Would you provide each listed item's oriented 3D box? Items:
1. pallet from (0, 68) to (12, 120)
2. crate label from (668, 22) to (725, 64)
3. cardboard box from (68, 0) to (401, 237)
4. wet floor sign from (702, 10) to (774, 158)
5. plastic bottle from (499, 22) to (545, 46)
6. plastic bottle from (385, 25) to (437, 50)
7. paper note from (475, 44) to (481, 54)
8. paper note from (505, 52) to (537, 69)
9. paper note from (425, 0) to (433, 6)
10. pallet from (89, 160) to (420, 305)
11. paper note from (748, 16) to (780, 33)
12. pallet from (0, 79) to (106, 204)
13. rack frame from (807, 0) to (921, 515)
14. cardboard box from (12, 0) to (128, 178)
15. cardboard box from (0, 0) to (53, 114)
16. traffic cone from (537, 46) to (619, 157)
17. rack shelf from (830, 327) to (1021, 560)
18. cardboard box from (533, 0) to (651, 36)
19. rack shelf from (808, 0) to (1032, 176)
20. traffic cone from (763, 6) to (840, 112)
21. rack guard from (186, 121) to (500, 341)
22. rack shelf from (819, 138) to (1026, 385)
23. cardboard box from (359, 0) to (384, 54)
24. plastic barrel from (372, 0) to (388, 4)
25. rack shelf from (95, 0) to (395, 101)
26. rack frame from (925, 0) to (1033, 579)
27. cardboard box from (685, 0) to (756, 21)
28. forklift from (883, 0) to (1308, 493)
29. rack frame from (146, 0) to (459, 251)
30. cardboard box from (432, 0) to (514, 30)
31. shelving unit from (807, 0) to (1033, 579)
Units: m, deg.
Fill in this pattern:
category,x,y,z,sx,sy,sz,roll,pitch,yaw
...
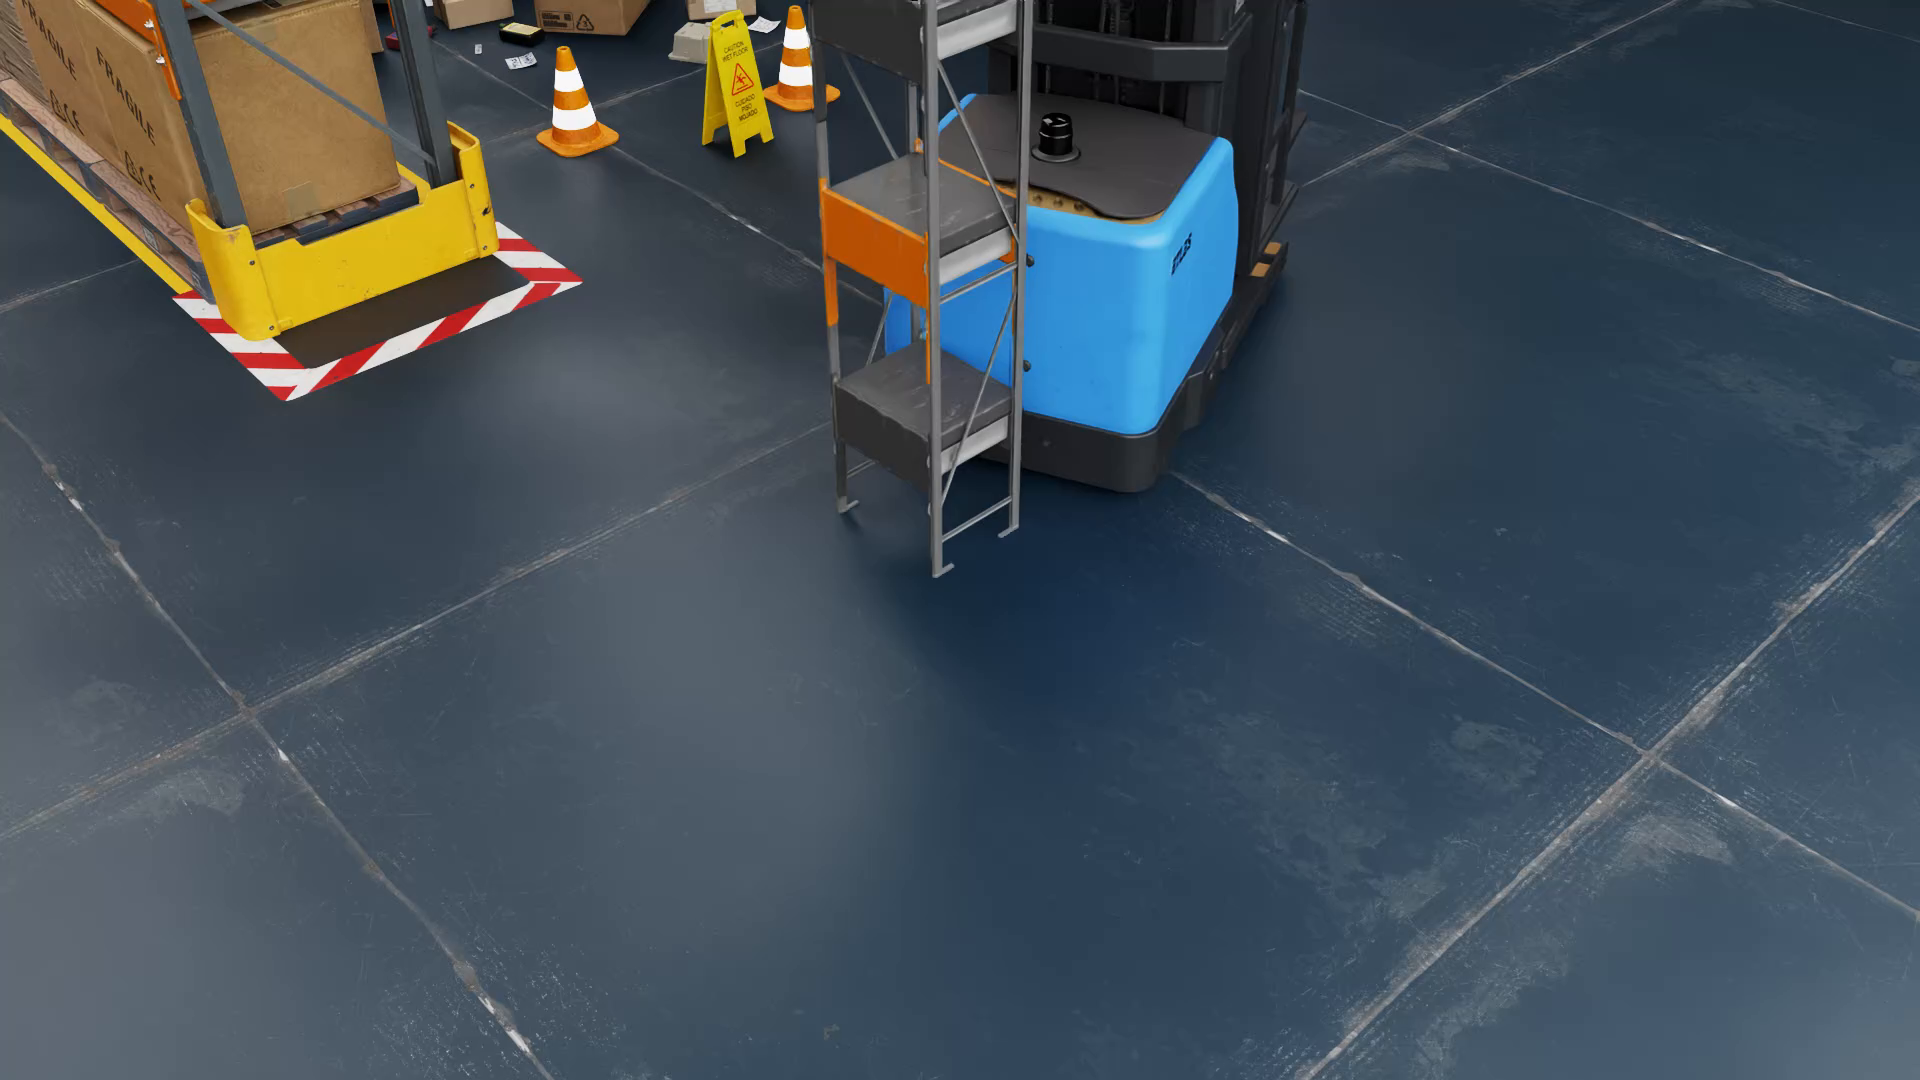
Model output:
category,x,y,z,sx,sy,sz,roll,pitch,yaw
pallet,-4.819,-2.676,8.896,1.003,0.211,1.213,-30,48,-32
crate label,-1.398,-2.691,8.973,0.298,0.136,0.250,11,40,13
cardboard box,-3.077,-1.918,7.094,0.875,0.875,0.875,-30,47,-32
wet floor sign,-1.092,-2.207,7.970,0.232,0.644,0.267,26,45,28
plastic bottle,-2.439,-2.792,9.158,0.283,0.061,0.133,18,42,21
plastic bottle,-3.009,-2.775,9.137,0.133,0.061,0.283,18,42,21
paper note,-2.622,-2.673,9.051,0.032,0.001,0.123,-8,40,-10
paper note,-2.352,-2.567,8.906,0.144,0.017,0.142,-15,41,-17
paper note,-3.009,-3.137,9.617,0.172,0.023,0.155,-15,41,-17
pallet,-3.168,-1.547,7.498,1.003,0.211,1.213,-30,48,-32
paper note,-1.098,-2.882,9.294,0.142,0.019,0.148,18,42,21
pallet,-3.989,-2.112,8.197,1.003,0.211,1.213,-30,48,-32
rack frame,-0.283,-0.997,5.313,0.400,2.100,0.015,-31,48,-33
cardboard box,-3.674,-2.324,7.597,0.875,0.875,0.875,-31,48,-32
cardboard box,-4.289,-2.747,8.121,0.875,0.875,0.875,-30,47,-31
traffic cone,-1.883,-2.158,8.053,0.336,0.463,0.334,-30,48,-32
rack shelf,-0.114,-0.331,5.624,0.431,0.518,0.480,-31,48,-33
cardboard box,-2.045,-3.211,9.326,0.637,0.503,0.797,5,39,6
rack shelf,-0.115,-1.420,4.745,0.431,0.518,0.480,-31,48,-33
traffic cone,-0.821,-2.480,8.453,0.336,0.463,0.334,-30,48,-32
rack guard,-2.554,-1.312,6.976,1.175,0.500,0.348,-30,48,-32
rack shelf,-0.114,-0.876,5.184,0.431,0.518,0.480,-31,48,-33
cardboard box,-3.469,-2.893,8.932,0.500,0.500,0.500,-22,44,-25
plastic barrel,-3.378,-3.271,9.463,0.512,0.421,0.421,-2,39,-2
rack shelf,-3.923,-2.941,7.577,1.077,0.370,4.000,-30,48,-32
rack frame,0.055,-0.776,5.039,0.400,2.100,0.015,-31,48,-33
cardboard box,-1.366,-3.084,9.451,0.380,0.149,0.250,-8,40,-10
forklift,0.758,-2.233,6.182,1.130,2.935,3.031,15,41,18
rack frame,-2.570,-2.295,6.205,1.000,3.000,0.127,-30,48,-32
cardboard box,-2.756,-3.070,9.340,0.396,0.266,0.258,-22,44,-25
shelving unit,-0.114,-0.886,5.176,0.431,2.100,0.503,-31,48,-33
